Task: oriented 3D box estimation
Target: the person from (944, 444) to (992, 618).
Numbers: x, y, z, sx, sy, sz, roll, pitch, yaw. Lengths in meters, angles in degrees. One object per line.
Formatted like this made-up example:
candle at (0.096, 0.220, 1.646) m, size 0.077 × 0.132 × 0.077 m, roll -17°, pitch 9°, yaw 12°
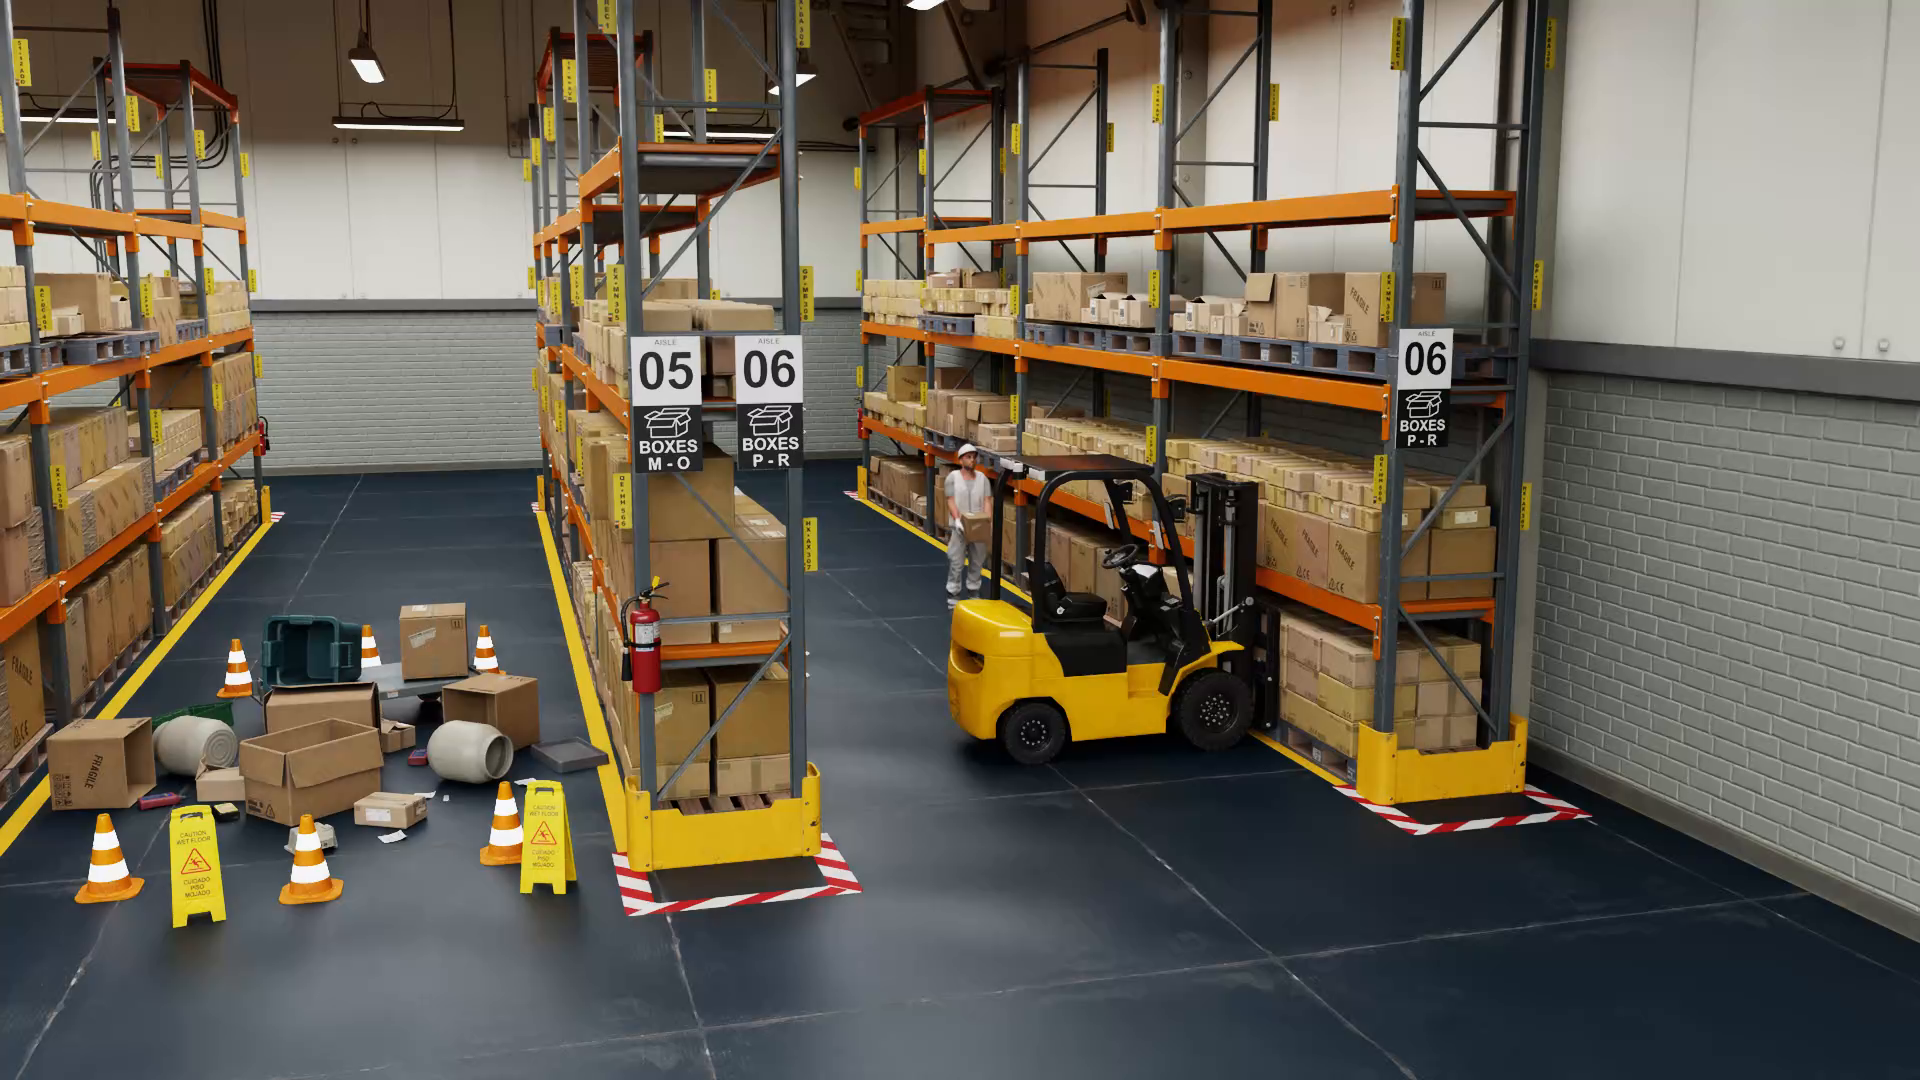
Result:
person at (0.105, -0.094, 17.368) m, size 0.525 × 1.793 × 0.542 m, roll -3°, pitch 10°, yaw -16°
